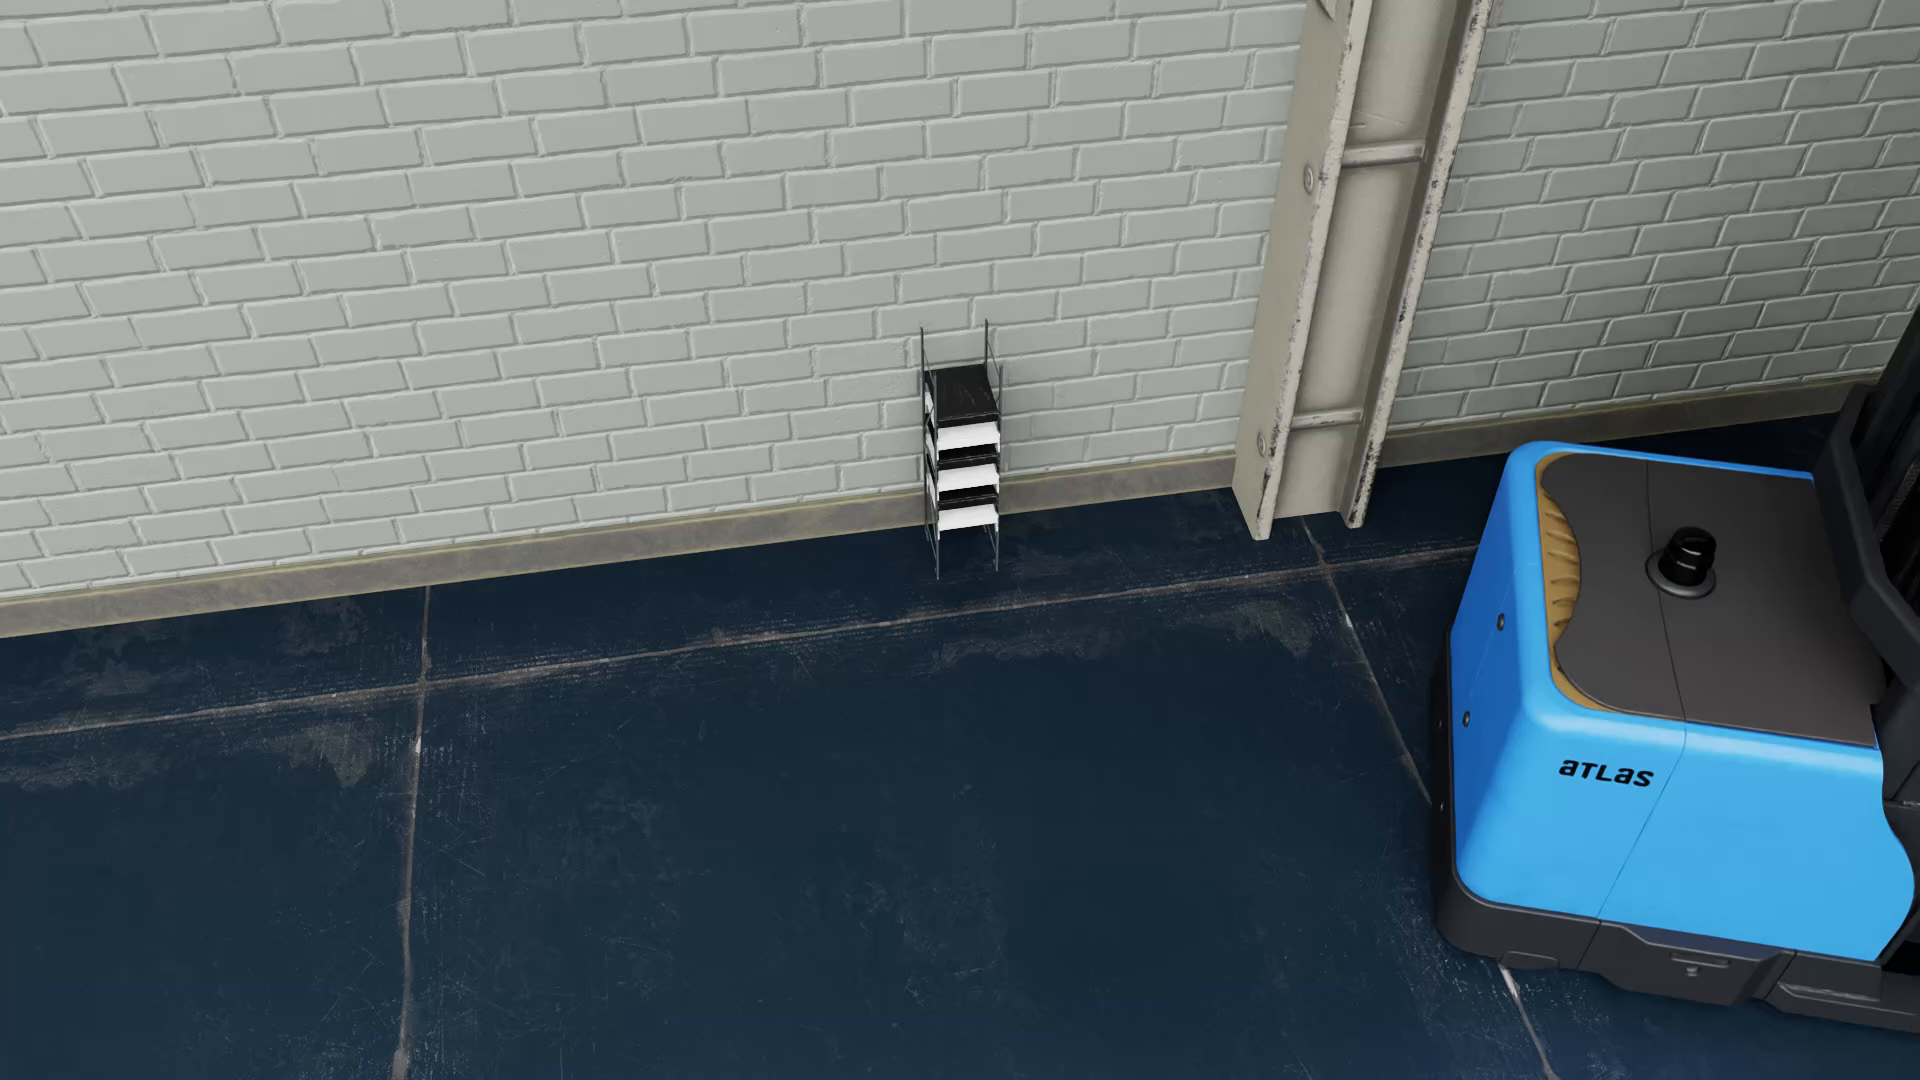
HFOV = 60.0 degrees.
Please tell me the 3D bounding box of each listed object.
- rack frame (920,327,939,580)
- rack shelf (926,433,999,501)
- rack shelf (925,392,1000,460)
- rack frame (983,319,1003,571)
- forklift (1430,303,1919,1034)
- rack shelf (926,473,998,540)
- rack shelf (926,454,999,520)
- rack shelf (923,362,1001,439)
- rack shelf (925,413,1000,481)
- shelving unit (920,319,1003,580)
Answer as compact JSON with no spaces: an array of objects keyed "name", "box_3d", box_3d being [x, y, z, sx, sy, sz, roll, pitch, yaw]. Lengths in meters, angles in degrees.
[{"name":"rack frame","box_3d":[-0.097,-0.263,5.378,0.006,0.900,0.240,-8,47,-8]},{"name":"rack shelf","box_3d":[0.003,-0.253,5.415,0.200,0.077,0.258,-8,47,-8]},{"name":"rack shelf","box_3d":[0.003,-0.378,5.285,0.200,0.077,0.258,-8,47,-8]},{"name":"rack frame","box_3d":[0.103,-0.291,5.405,0.006,0.900,0.240,-8,47,-8]},{"name":"forklift","box_3d":[2.888,-0.020,3.734,3.031,2.935,1.130,8,47,7]},{"name":"rack shelf","box_3d":[0.003,-0.129,5.545,0.200,0.077,0.258,-8,47,-8]},{"name":"rack shelf","box_3d":[0.003,-0.191,5.480,0.200,0.077,0.258,-8,47,-8]},{"name":"rack shelf","box_3d":[0.003,-0.440,5.221,0.200,0.077,0.258,-8,47,-8]},{"name":"rack shelf","box_3d":[0.003,-0.316,5.350,0.200,0.077,0.258,-8,47,-8]},{"name":"shelving unit","box_3d":[0.003,-0.277,5.391,0.210,0.900,0.258,-8,47,-8]}]
